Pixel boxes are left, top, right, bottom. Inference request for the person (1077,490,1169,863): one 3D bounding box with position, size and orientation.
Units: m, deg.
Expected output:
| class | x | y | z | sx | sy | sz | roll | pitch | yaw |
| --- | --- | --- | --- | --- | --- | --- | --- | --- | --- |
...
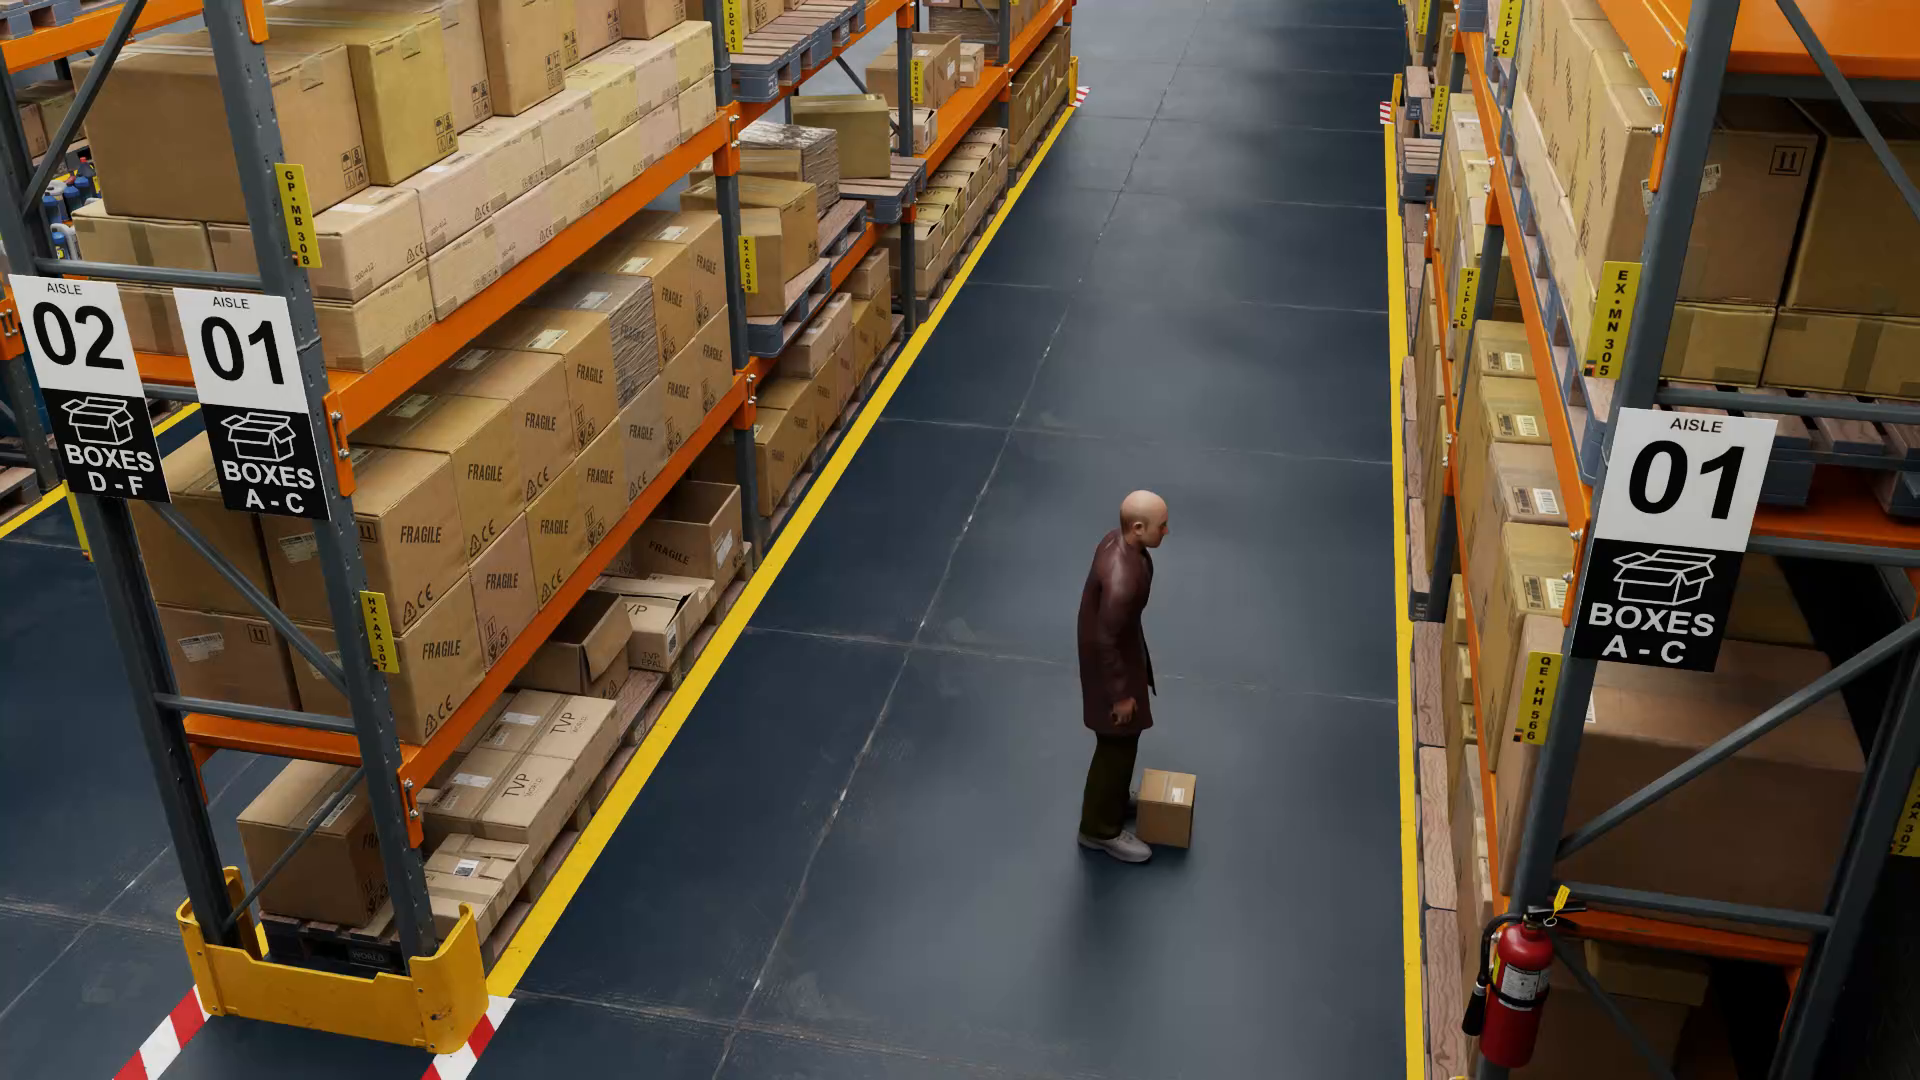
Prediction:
| class | x | y | z | sx | sy | sz | roll | pitch | yaw |
| --- | --- | --- | --- | --- | --- | --- | --- | --- | --- |
| person | 0.737 | 0.581 | 7.566 | 0.419 | 1.774 | 0.646 | 6 | 29 | 10 |
